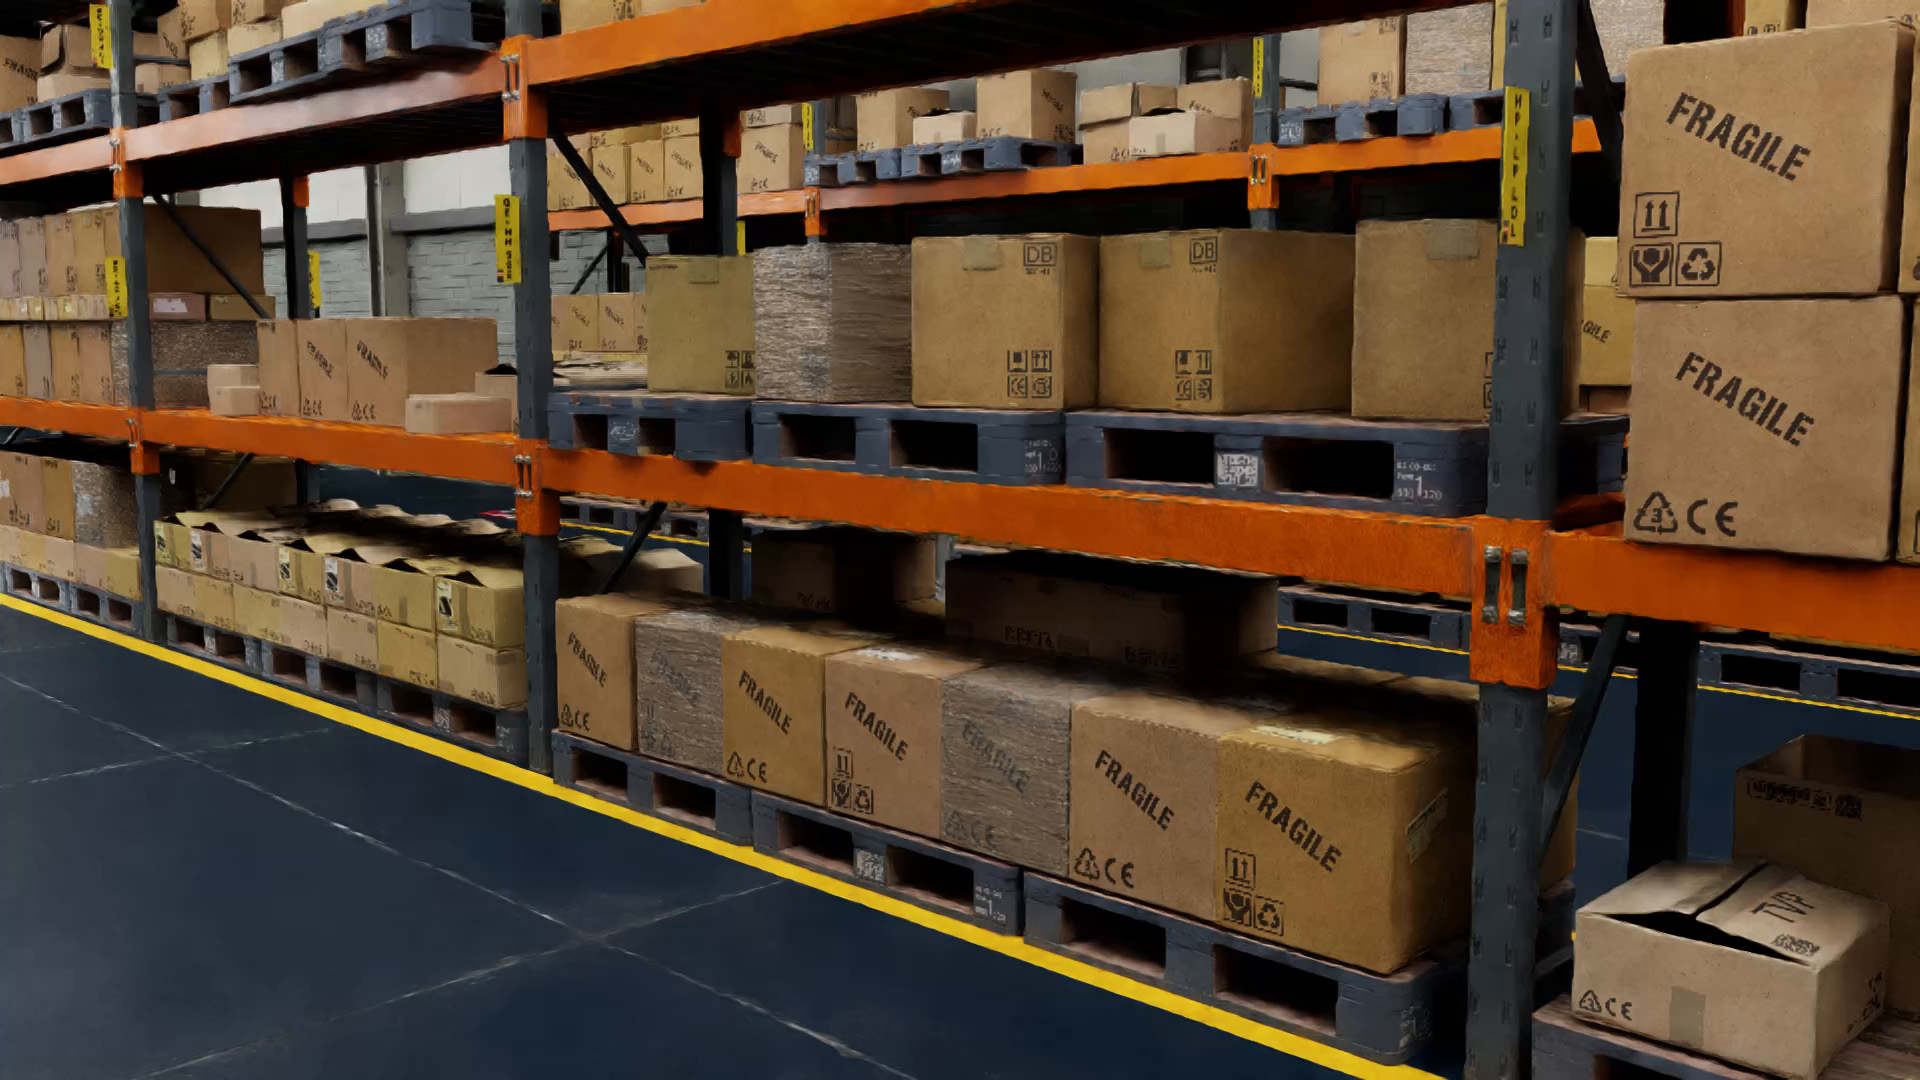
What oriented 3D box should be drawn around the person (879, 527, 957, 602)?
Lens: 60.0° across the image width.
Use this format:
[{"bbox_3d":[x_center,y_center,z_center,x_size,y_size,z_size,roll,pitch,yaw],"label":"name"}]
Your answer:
[{"bbox_3d":[-0.204,-0.123,8.235,0.529,1.628,0.944,-2,7,-15],"label":"person"}]
